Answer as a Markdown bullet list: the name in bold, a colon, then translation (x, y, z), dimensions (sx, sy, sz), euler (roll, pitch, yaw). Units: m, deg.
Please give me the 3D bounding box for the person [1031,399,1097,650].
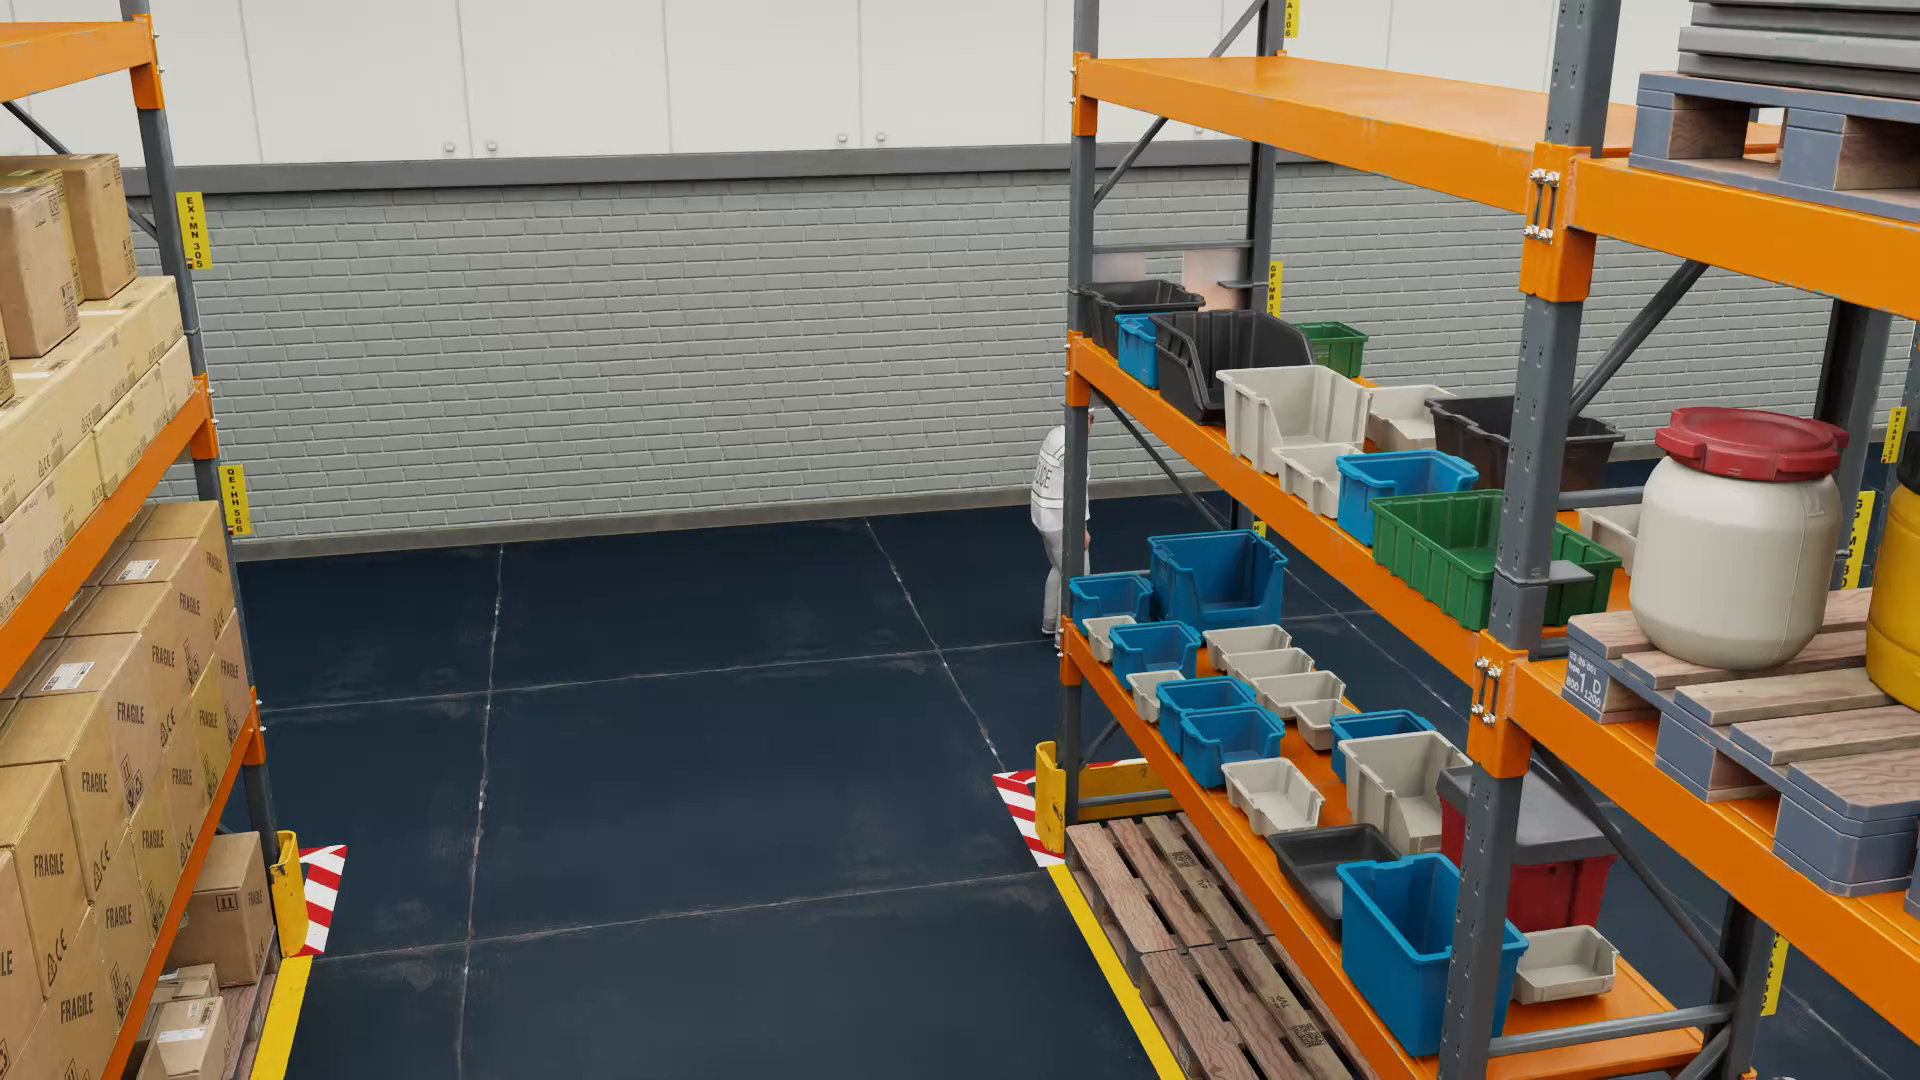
- **person**: translation (0.719, -0.129, 11.421), dimensions (0.432, 1.748, 0.585), euler (-5, 20, -13)
